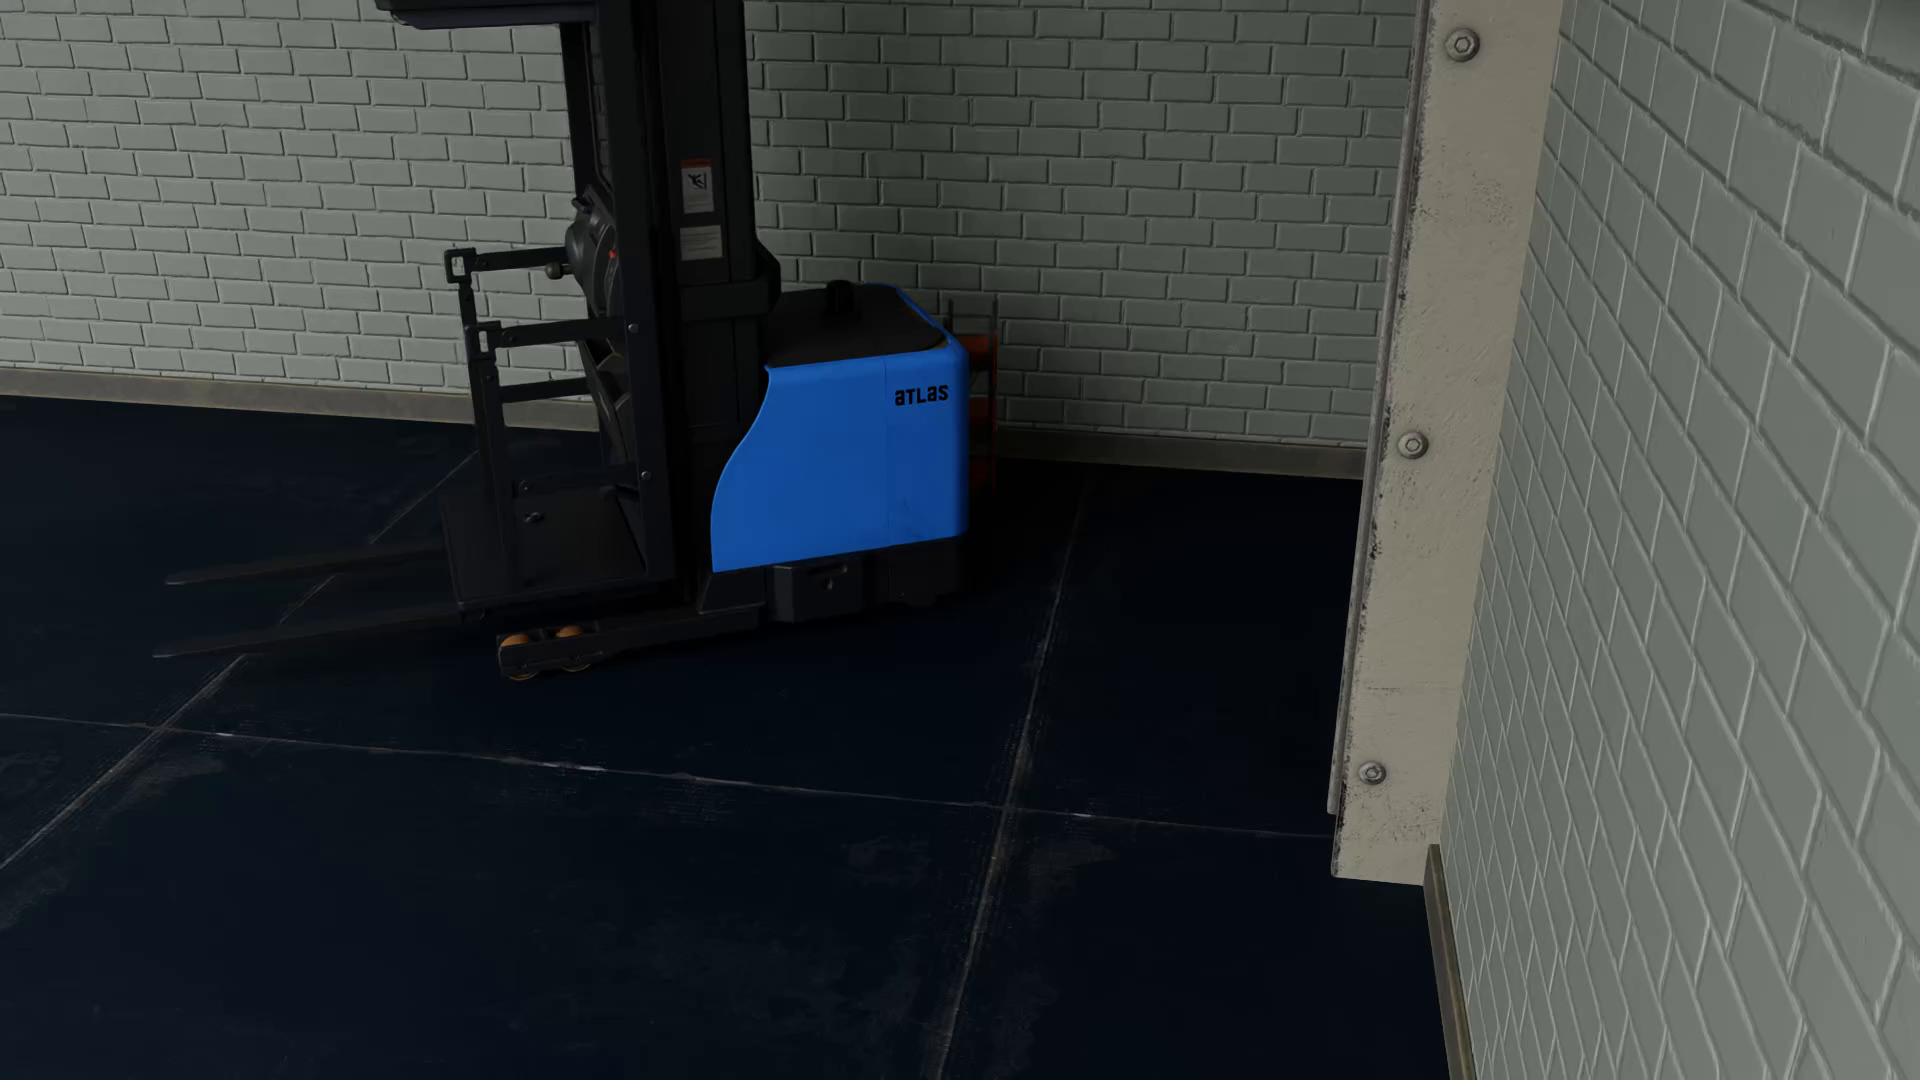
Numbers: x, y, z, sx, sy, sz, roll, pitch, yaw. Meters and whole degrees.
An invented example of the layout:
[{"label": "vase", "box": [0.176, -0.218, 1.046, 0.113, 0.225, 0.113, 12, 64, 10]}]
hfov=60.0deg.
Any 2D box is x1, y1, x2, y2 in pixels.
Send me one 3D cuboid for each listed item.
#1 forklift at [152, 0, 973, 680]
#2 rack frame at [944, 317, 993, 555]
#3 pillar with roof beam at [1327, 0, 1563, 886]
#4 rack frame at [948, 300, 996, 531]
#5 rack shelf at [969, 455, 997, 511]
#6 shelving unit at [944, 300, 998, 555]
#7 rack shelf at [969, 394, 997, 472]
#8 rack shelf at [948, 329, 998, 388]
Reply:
[{"label": "forklift", "box": [-1.524, -1.062, 6.061, 3.031, 2.935, 1.130, -9, 26, -18]}, {"label": "rack frame", "box": [0.034, -0.415, 6.898, 0.200, 1.050, 0.008, 2, 25, 4]}, {"label": "pillar with roof beam", "box": [-2.931, -3.422, 3.946, 9.100, 9.000, 0.400, 4, 25, 9]}, {"label": "rack frame", "box": [0.051, -0.518, 7.118, 0.200, 1.050, 0.008, 2, 25, 4]}, {"label": "rack shelf", "box": [0.043, -0.205, 7.130, 0.215, 0.259, 0.240, 2, 25, 4]}, {"label": "shelving unit", "box": [0.043, -0.466, 7.008, 0.215, 1.050, 0.252, 2, 25, 4]}, {"label": "rack shelf", "box": [0.043, -0.457, 7.013, 0.215, 0.259, 0.240, 2, 25, 4]}, {"label": "rack shelf", "box": [0.043, -0.714, 6.892, 0.215, 0.259, 0.240, 2, 25, 4]}]
